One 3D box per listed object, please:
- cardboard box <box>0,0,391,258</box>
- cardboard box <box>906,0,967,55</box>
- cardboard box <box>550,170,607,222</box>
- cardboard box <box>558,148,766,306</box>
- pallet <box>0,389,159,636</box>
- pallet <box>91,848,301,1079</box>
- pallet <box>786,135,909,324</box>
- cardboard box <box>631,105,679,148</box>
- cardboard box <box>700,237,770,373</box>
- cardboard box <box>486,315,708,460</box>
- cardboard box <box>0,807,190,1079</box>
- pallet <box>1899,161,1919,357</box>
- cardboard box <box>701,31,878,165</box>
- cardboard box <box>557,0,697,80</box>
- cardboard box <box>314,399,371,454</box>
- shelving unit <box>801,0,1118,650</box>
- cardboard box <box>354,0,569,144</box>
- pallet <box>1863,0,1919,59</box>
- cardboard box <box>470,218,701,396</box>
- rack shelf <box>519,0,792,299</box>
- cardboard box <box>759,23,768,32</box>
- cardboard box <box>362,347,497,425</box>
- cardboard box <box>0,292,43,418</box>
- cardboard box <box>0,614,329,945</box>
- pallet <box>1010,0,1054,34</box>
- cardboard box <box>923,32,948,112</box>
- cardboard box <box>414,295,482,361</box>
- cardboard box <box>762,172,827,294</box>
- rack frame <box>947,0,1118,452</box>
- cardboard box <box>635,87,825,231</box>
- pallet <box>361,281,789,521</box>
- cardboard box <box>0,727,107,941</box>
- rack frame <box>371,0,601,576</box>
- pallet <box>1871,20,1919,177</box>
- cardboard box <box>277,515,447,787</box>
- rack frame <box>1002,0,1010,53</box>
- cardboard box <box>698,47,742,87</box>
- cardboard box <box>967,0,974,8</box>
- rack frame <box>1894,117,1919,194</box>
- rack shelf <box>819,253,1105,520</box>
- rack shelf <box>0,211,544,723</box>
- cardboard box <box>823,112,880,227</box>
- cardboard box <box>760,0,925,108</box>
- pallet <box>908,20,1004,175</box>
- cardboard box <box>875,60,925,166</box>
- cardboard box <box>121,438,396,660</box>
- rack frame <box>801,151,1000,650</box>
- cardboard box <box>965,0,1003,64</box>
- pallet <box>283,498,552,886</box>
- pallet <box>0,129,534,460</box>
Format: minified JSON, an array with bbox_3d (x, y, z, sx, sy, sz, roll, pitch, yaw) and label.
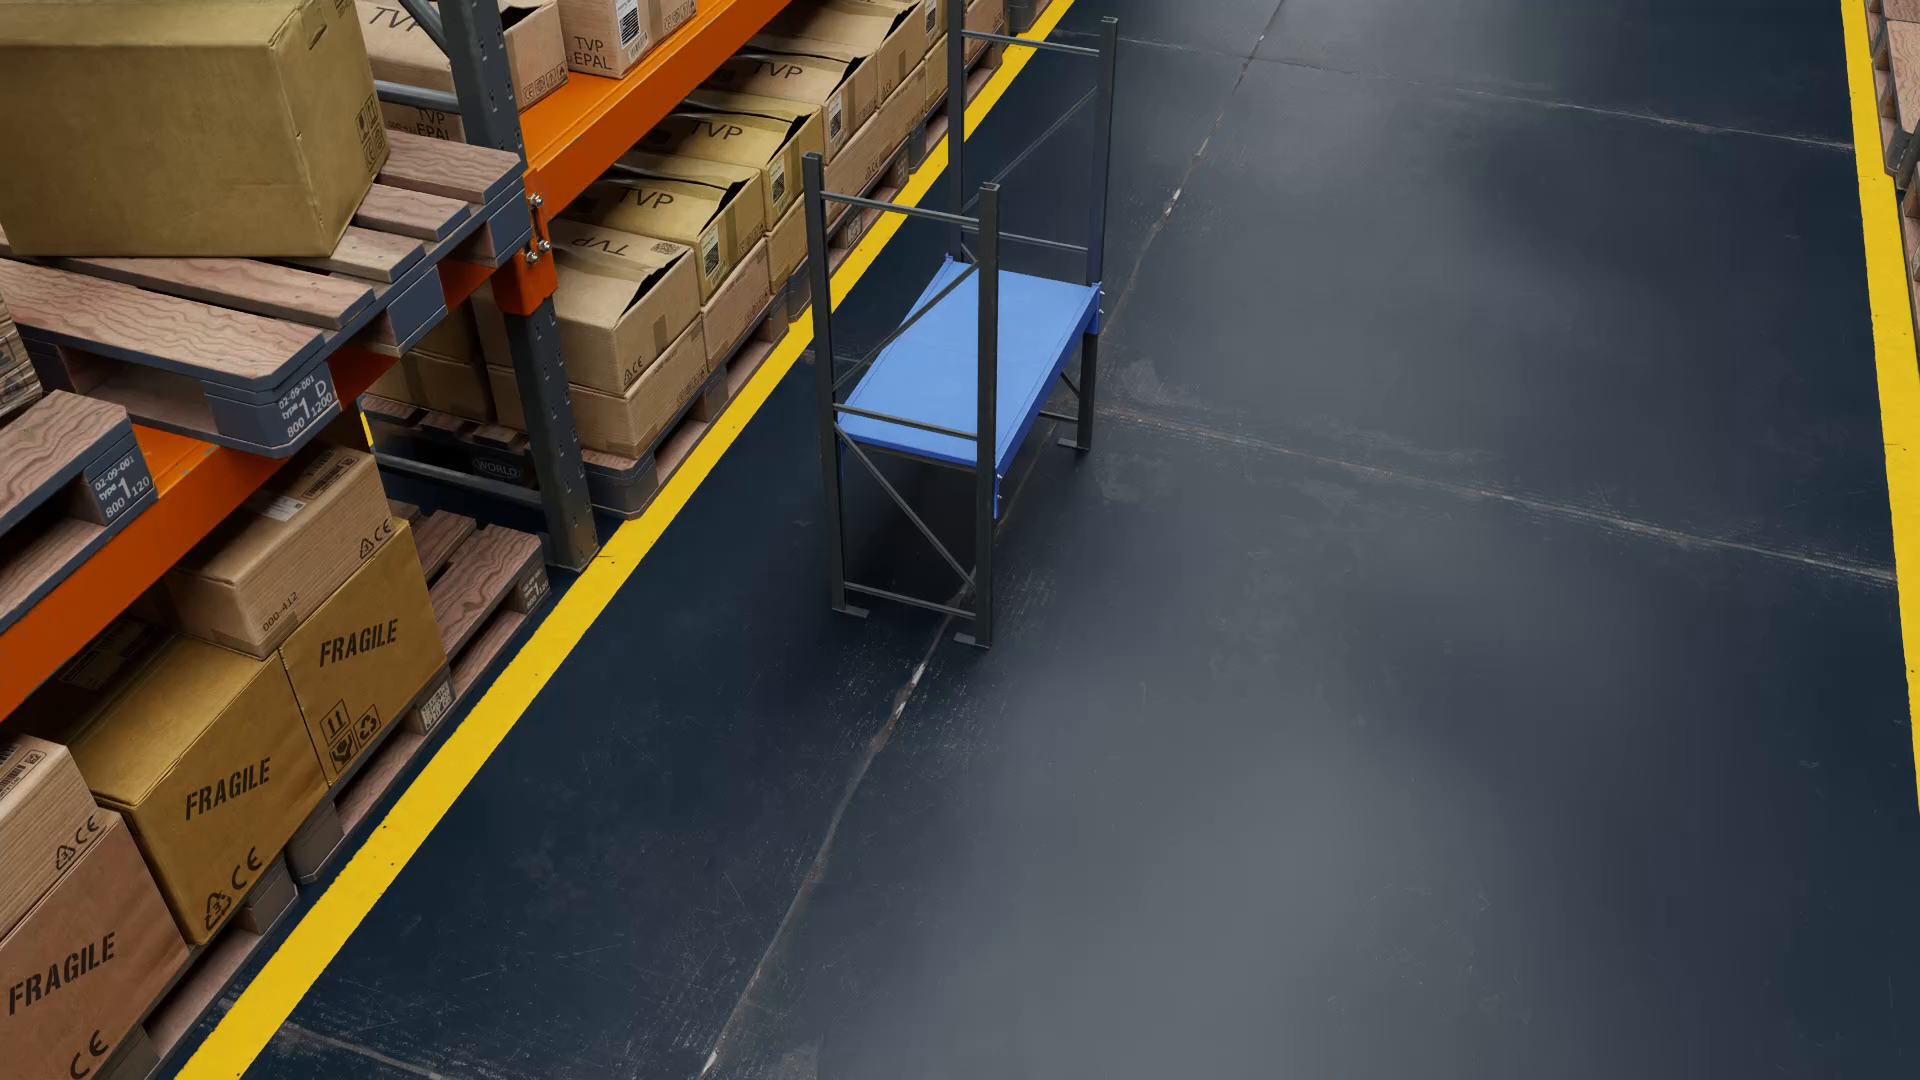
[{"bbox_3d":[-1.726,-0.970,3.675,0.700,0.500,0.500,0,40,0],"label":"cardboard box"},{"bbox_3d":[-0.290,-2.318,7.019,0.500,0.311,0.500,14,43,16],"label":"cardboard box"},{"bbox_3d":[-1.498,-1.200,5.709,0.500,0.311,0.500,13,42,14],"label":"cardboard box"},{"bbox_3d":[-0.990,-1.084,5.573,0.500,0.311,0.500,12,42,14],"label":"cardboard box"},{"bbox_3d":[-2.278,0.079,2.994,1.003,0.211,1.213,13,42,15],"label":"pallet"},{"bbox_3d":[-2.327,1.069,3.835,1.003,0.211,1.213,13,42,15],"label":"pallet"},{"bbox_3d":[-0.880,-1.355,6.676,1.003,0.211,1.213,13,42,15],"label":"pallet"},{"bbox_3d":[-1.322,-1.508,6.069,0.500,0.311,0.500,13,42,15],"label":"cardboard box"},{"bbox_3d":[-0.991,-0.856,5.737,0.500,0.250,0.500,12,42,14],"label":"cardboard box"},{"bbox_3d":[-1.162,-0.549,5.377,0.500,0.250,0.500,13,42,15],"label":"cardboard box"},{"bbox_3d":[-2.067,0.862,3.515,0.500,0.500,0.500,12,42,13],"label":"cardboard box"},{"bbox_3d":[4.142,-0.987,6.245,1.003,0.211,1.213,13,42,15],"label":"pallet"},{"bbox_3d":[-0.638,-1.709,6.305,0.500,0.311,0.500,13,42,15],"label":"cardboard box"},{"bbox_3d":[-1.129,-1.649,4.941,0.500,0.311,0.500,13,42,15],"label":"cardboard box"},{"bbox_3d":[-2.041,-0.183,4.740,0.500,0.500,0.500,15,43,17],"label":"cardboard box"},{"bbox_3d":[0.029,-0.623,4.824,0.538,1.500,1.048,13,42,15],"label":"shelving unit"},{"bbox_3d":[-1.452,-1.359,4.601,0.500,0.311,0.500,16,43,18],"label":"cardboard box"},{"bbox_3d":[5.019,-2.627,8.166,1.003,0.211,1.213,13,42,15],"label":"pallet"},{"bbox_3d":[-1.162,-0.762,5.195,0.500,0.311,0.500,15,43,17],"label":"cardboard box"},{"bbox_3d":[-0.933,-2.127,5.986,1.077,0.370,4.000,13,42,15],"label":"rack shelf"},{"bbox_3d":[-0.977,-2.131,6.799,0.500,0.311,0.500,12,42,14],"label":"cardboard box"},{"bbox_3d":[-1.666,-0.670,5.519,0.500,0.250,0.500,14,42,16],"label":"cardboard box"},{"bbox_3d":[-2.219,-0.454,3.071,0.700,0.500,0.500,21,45,23],"label":"cardboard box"},{"bbox_3d":[-1.894,0.541,3.892,0.500,0.500,0.500,12,42,14],"label":"cardboard box"},{"bbox_3d":[0.062,-3.036,8.645,1.003,0.211,1.213,13,42,15],"label":"pallet"},{"bbox_3d":[-0.293,-2.109,7.206,0.500,0.250,0.500,13,42,14],"label":"cardboard box"},{"bbox_3d":[-1.669,-0.882,5.336,0.500,0.311,0.500,14,43,16],"label":"cardboard box"},{"bbox_3d":[-0.819,-1.174,6.110,0.500,0.250,0.500,12,42,14],"label":"cardboard box"},{"bbox_3d":[0.203,-0.933,5.188,0.500,1.500,0.032,13,42,15],"label":"rack frame"},{"bbox_3d":[-0.814,-1.395,5.937,0.500,0.311,0.500,12,42,14],"label":"cardboard box"},{"bbox_3d":[-1.299,-0.613,5.806,1.003,0.211,1.213,13,42,15],"label":"pallet"},{"bbox_3d":[-2.077,0.600,3.245,0.500,0.250,0.500,13,42,14],"label":"cardboard box"},{"bbox_3d":[-1.617,-1.181,4.323,1.000,3.000,0.127,13,42,15],"label":"rack frame"},{"bbox_3d":[4.604,-1.880,7.291,1.003,0.211,1.213,13,42,15],"label":"pallet"},{"bbox_3d":[-1.716,0.225,4.262,0.500,0.500,0.500,15,43,17],"label":"cardboard box"},{"bbox_3d":[-0.249,-3.621,7.183,1.000,3.000,0.127,13,42,15],"label":"rack frame"},{"bbox_3d":[-1.149,-1.813,6.427,0.500,0.311,0.500,14,43,16],"label":"cardboard box"},{"bbox_3d":[-0.118,-2.637,7.393,0.500,0.311,0.500,13,42,15],"label":"cardboard box"},{"bbox_3d":[4.407,-2.523,5.897,1.000,3.000,0.127,13,42,15],"label":"rack frame"},{"bbox_3d":[0.029,-0.486,4.941,0.538,0.185,1.000,13,42,15],"label":"rack shelf"},{"bbox_3d":[-2.301,0.313,3.127,1.077,0.370,4.000,13,42,15],"label":"rack shelf"},{"bbox_3d":[-0.643,-1.487,6.476,0.500,0.250,0.500,14,42,16],"label":"cardboard box"},{"bbox_3d":[-0.463,-2.014,6.663,0.500,0.311,0.500,13,42,15],"label":"cardboard box"},{"bbox_3d":[-0.464,-2.102,7.551,1.003,0.211,1.213,13,42,15],"label":"pallet"},{"bbox_3d":[-0.468,-1.797,6.840,0.500,0.250,0.500,14,42,16],"label":"cardboard box"},{"bbox_3d":[-1.732,-0.025,3.977,0.500,0.250,0.500,15,43,17],"label":"cardboard box"},{"bbox_3d":[-0.145,-0.313,4.461,0.500,1.500,0.032,13,42,15],"label":"rack frame"},{"bbox_3d":[-0.119,-2.417,7.567,0.500,0.250,0.500,13,42,15],"label":"cardboard box"},{"bbox_3d":[-1.908,0.327,4.704,1.003,0.211,1.213,13,42,15],"label":"pallet"},{"bbox_3d":[-1.783,-0.679,3.882,1.213,0.211,1.003,13,42,15],"label":"pallet"}]
